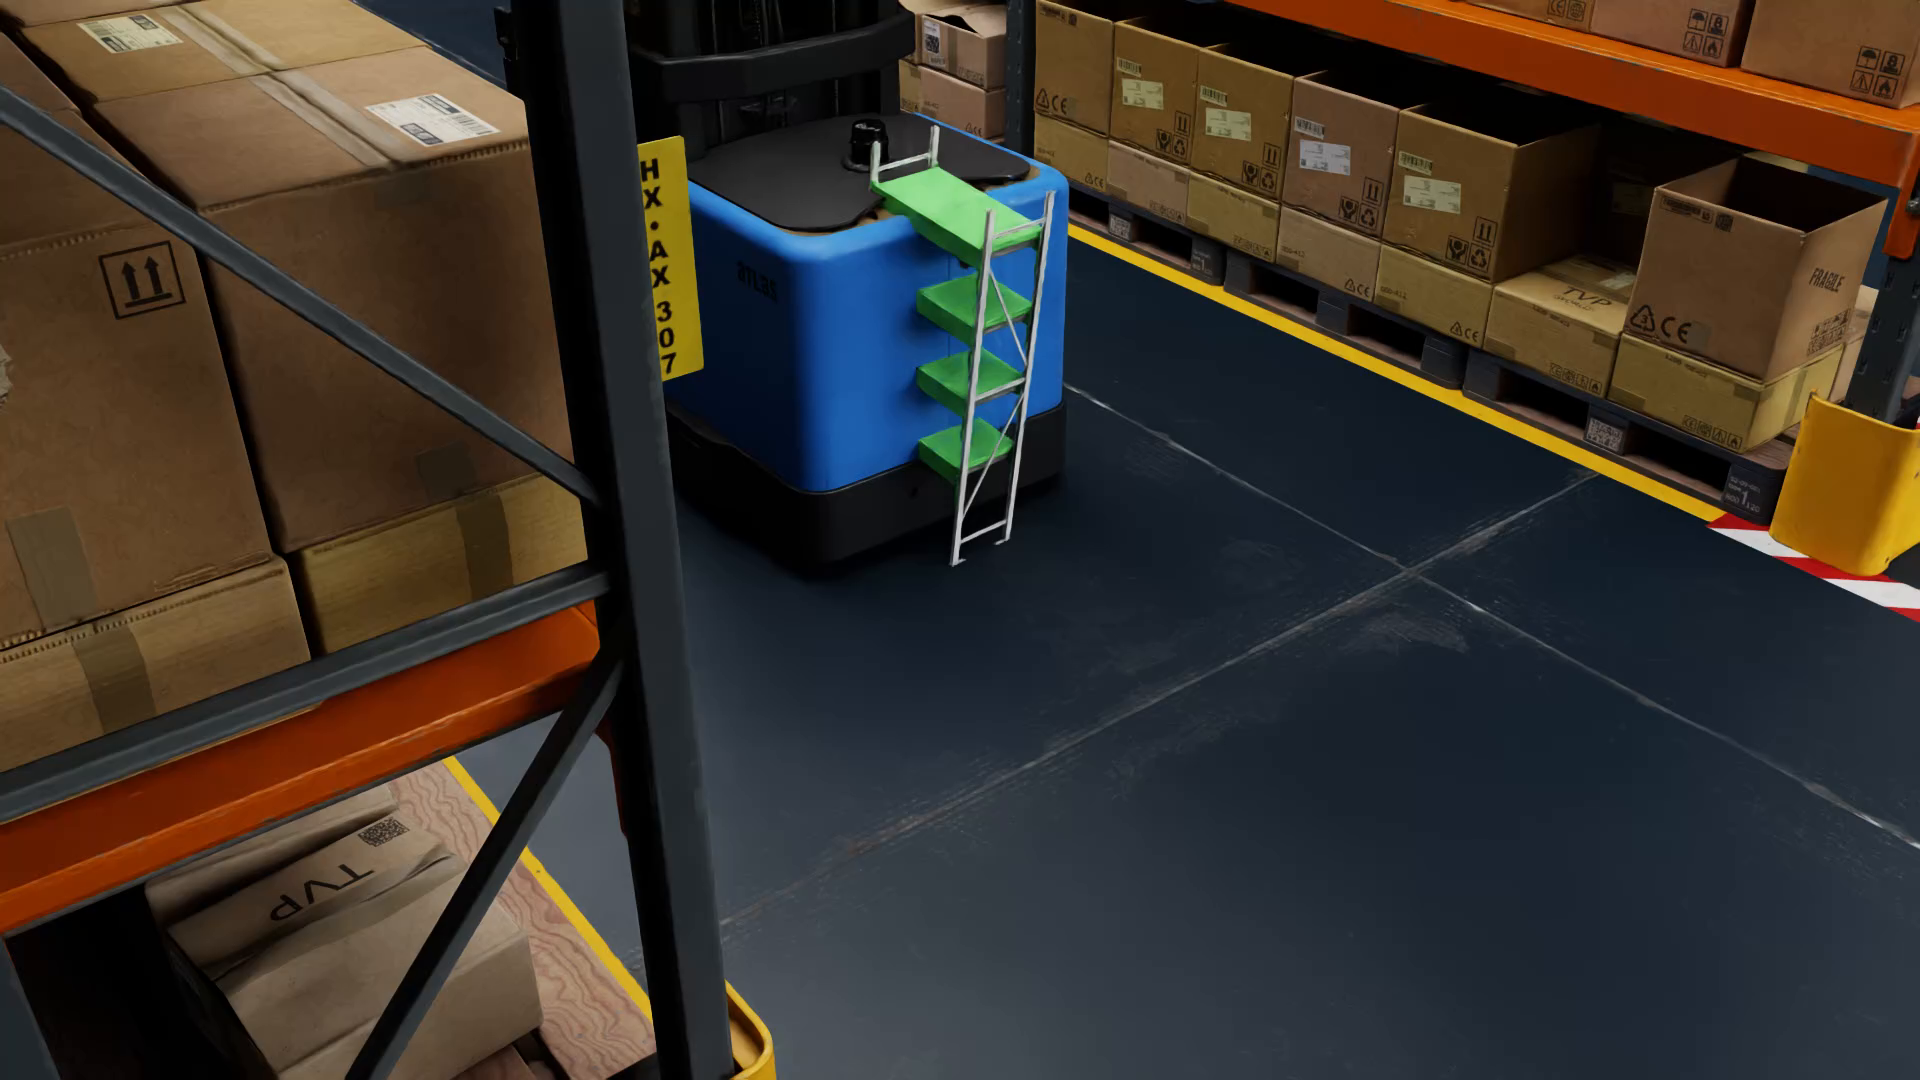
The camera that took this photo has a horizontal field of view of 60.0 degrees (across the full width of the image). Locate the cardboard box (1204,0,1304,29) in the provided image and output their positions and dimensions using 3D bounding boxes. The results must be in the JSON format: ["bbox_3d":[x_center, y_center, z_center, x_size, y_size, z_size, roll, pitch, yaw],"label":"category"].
[{"bbox_3d":[1.394,-2.080,7.252,0.500,0.500,0.500,-22,38,-31],"label":"cardboard box"}]

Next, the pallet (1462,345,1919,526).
[{"bbox_3d":[2.590,-0.539,5.918,1.003,0.211,1.213,-22,38,-31],"label":"pallet"}]

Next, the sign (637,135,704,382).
[{"bbox_3d":[-0.390,-0.357,2.162,0.100,0.325,0.005,-22,38,-31],"label":"sign"}]

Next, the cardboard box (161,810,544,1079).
[{"bbox_3d":[-1.172,0.824,3.212,0.500,0.311,0.500,-27,41,-36],"label":"cardboard box"}]

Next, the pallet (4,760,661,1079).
[{"bbox_3d":[-1.336,0.989,3.458,1.003,0.211,1.213,-22,38,-31],"label":"pallet"}]

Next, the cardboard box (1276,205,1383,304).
[{"bbox_3d":[1.600,-1.178,6.511,0.500,0.250,0.500,-22,38,-31],"label":"cardboard box"}]

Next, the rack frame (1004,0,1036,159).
[{"bbox_3d":[0.639,-3.085,7.375,1.000,3.000,0.127,-22,38,-31],"label":"rack frame"}]

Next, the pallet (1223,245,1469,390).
[{"bbox_3d":[1.846,-1.047,6.736,1.003,0.211,1.213,-22,38,-31],"label":"pallet"}]

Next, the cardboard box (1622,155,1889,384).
[{"bbox_3d":[2.528,-0.874,5.312,0.500,0.500,0.500,-22,38,-31],"label":"cardboard box"}]

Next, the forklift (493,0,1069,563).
[{"bbox_3d":[-0.953,-1.893,5.520,1.130,2.935,3.031,-22,38,-31],"label":"forklift"}]

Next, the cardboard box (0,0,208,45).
[{"bbox_3d":[-1.481,-0.800,3.108,0.500,0.500,0.500,-24,39,-33],"label":"cardboard box"}]

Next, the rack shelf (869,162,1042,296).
[{"bbox_3d":[-0.010,-0.888,4.719,0.258,0.148,0.480,-25,47,-34],"label":"rack shelf"}]

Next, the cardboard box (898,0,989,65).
[{"bbox_3d":[-0.160,-2.625,8.310,0.500,0.311,0.500,-21,38,-30],"label":"cardboard box"}]

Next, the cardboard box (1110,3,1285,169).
[{"bbox_3d":[0.989,-1.914,6.986,0.500,0.500,0.500,-22,38,-31],"label":"cardboard box"}]

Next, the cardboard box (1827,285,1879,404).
[{"bbox_3d":[2.939,-0.724,5.781,0.500,0.250,0.500,-22,38,-31],"label":"cardboard box"}]

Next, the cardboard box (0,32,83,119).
[{"bbox_3d":[-1.577,-0.418,2.492,0.500,0.500,0.500,-22,38,-31],"label":"cardboard box"}]

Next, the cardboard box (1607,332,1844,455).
[{"bbox_3d":[2.530,-0.557,5.511,0.500,0.250,0.500,-22,38,-31],"label":"cardboard box"}]

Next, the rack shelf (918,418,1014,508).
[{"bbox_3d":[-0.073,-0.317,5.152,0.258,0.148,0.480,-25,47,-34],"label":"rack shelf"}]

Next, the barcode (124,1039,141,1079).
[{"bbox_3d":[-1.499,0.942,3.013,0.001,0.075,0.075,-22,38,-31],"label":"barcode"}]

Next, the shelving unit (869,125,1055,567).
[{"bbox_3d":[-0.046,-0.558,4.969,0.258,1.200,0.503,-25,47,-34],"label":"shelving unit"}]

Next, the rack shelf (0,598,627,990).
[{"bbox_3d":[-2.045,-0.342,3.639,1.077,0.370,4.000,-22,38,-31],"label":"rack shelf"}]

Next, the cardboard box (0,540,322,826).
[{"bbox_3d":[-1.258,0.109,2.354,0.500,0.250,0.500,-22,38,-31],"label":"cardboard box"}]

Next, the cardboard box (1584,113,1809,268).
[{"bbox_3d":[2.631,-1.250,5.918,0.500,0.500,0.500,-22,38,-31],"label":"cardboard box"}]

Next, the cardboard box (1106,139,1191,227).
[{"bbox_3d":[0.987,-1.594,7.182,0.500,0.250,0.500,-22,38,-31],"label":"cardboard box"}]

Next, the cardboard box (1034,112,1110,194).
[{"bbox_3d":[0.684,-1.804,7.520,0.500,0.250,0.500,-22,38,-31],"label":"cardboard box"}]

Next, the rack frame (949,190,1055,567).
[{"bbox_3d":[0.113,-0.436,4.831,0.240,1.200,0.015,-25,47,-34],"label":"rack frame"}]

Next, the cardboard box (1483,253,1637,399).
[{"bbox_3d":[2.214,-0.761,5.840,0.500,0.250,0.500,-22,38,-31],"label":"cardboard box"}]

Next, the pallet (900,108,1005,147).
[{"bbox_3d":[0.157,-2.195,8.584,1.003,0.211,1.213,-22,38,-31],"label":"pallet"}]

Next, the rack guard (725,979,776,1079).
[{"bbox_3d":[-0.865,1.216,2.818,1.175,0.500,0.348,-22,38,-31],"label":"rack guard"}]

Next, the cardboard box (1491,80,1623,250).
[{"bbox_3d":[2.314,-1.455,6.246,0.500,0.500,0.500,-22,38,-31],"label":"cardboard box"}]

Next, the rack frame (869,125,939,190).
[{"bbox_3d":[-0.206,-0.680,5.108,0.240,1.200,0.015,-25,47,-34],"label":"rack frame"}]

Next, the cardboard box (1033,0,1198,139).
[{"bbox_3d":[0.676,-2.120,7.317,0.500,0.500,0.500,-22,38,-31],"label":"cardboard box"}]

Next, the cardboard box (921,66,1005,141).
[{"bbox_3d":[0.156,-2.175,8.117,0.500,0.250,0.500,-23,38,-32],"label":"cardboard box"}]

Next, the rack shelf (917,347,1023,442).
[{"bbox_3d":[-0.052,-0.507,5.008,0.258,0.148,0.480,-25,47,-34],"label":"rack shelf"}]

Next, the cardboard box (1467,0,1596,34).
[{"bbox_3d":[2.190,-2.086,5.670,0.700,0.500,0.500,-22,38,-31],"label":"cardboard box"}]

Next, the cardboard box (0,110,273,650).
[{"bbox_3d":[-1.276,-0.205,2.150,0.500,0.500,0.500,-23,38,-32],"label":"cardboard box"}]

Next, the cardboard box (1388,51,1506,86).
[{"bbox_3d":[2.021,-1.669,6.591,0.500,0.500,0.500,-22,38,-31],"label":"cardboard box"}]

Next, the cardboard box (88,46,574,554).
[{"bbox_3d":[-0.874,-0.374,2.421,0.500,0.500,0.500,-22,38,-31],"label":"cardboard box"}]

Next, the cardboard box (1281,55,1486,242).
[{"bbox_3d":[1.598,-1.495,6.312,0.500,0.500,0.500,-22,38,-31],"label":"cardboard box"}]

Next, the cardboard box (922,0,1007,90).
[{"bbox_3d":[0.164,-2.410,7.964,0.500,0.311,0.500,-22,38,-31],"label":"cardboard box"}]

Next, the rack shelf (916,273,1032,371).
[{"bbox_3d":[-0.031,-0.698,4.863,0.258,0.148,0.480,-25,47,-34],"label":"rack shelf"}]

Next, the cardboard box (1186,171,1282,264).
[{"bbox_3d":[1.289,-1.384,6.844,0.500,0.250,0.500,-22,38,-31],"label":"cardboard box"}]

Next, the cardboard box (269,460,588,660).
[{"bbox_3d":[-0.867,-0.065,2.635,0.500,0.250,0.500,-24,39,-33],"label":"cardboard box"}]

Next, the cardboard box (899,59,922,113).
[{"bbox_3d":[-0.153,-2.386,8.457,0.500,0.250,0.500,-23,39,-32],"label":"cardboard box"}]

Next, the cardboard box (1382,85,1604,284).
[{"bbox_3d":[1.903,-1.286,5.976,0.500,0.500,0.500,-22,38,-31],"label":"cardboard box"}]

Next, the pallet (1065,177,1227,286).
[{"bbox_3d":[1.094,-1.556,7.555,1.003,0.211,1.213,-22,38,-31],"label":"pallet"}]

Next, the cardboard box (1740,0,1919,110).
[{"bbox_3d":[2.816,-1.659,4.984,0.700,0.500,0.500,-22,38,-31],"label":"cardboard box"}]

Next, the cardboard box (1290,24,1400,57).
[{"bbox_3d":[1.703,-1.872,6.919,0.500,0.500,0.500,-22,38,-31],"label":"cardboard box"}]

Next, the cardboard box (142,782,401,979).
[{"bbox_3d":[-1.521,0.586,3.595,0.500,0.311,0.500,-19,37,-28],"label":"cardboard box"}]

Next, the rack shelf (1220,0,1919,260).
[{"bbox_3d":[1.866,-1.946,6.222,1.077,0.370,4.000,-22,38,-31],"label":"rack shelf"}]

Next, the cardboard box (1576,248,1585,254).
[{"bbox_3d":[2.323,-1.140,6.450,0.500,0.250,0.500,-22,38,-31],"label":"cardboard box"}]

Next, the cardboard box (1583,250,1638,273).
[{"bbox_3d":[2.629,-0.931,6.114,0.500,0.250,0.500,-22,38,-31],"label":"cardboard box"}]

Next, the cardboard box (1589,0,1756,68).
[{"bbox_3d":[2.490,-1.877,5.334,0.700,0.500,0.500,-21,38,-30],"label":"cardboard box"}]

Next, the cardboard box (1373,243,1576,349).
[{"bbox_3d":[1.906,-0.969,6.175,0.500,0.250,0.500,-22,38,-31],"label":"cardboard box"}]

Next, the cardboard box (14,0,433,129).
[{"bbox_3d":[-1.169,-0.583,2.758,0.500,0.500,0.500,-22,38,-31],"label":"cardboard box"}]

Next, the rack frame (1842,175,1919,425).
[{"bbox_3d":[3.092,-1.418,4.690,1.000,3.000,0.127,-22,38,-31],"label":"rack frame"}]

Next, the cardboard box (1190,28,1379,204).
[{"bbox_3d":[1.290,-1.703,6.646,0.500,0.500,0.500,-22,38,-31],"label":"cardboard box"}]

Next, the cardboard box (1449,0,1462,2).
[{"bbox_3d":[1.864,-2.304,6.021,0.700,0.500,0.500,-21,38,-30],"label":"cardboard box"}]

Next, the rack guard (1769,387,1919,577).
[{"bbox_3d":[3.107,-0.346,5.334,1.175,0.500,0.348,-22,38,-31],"label":"rack guard"}]
